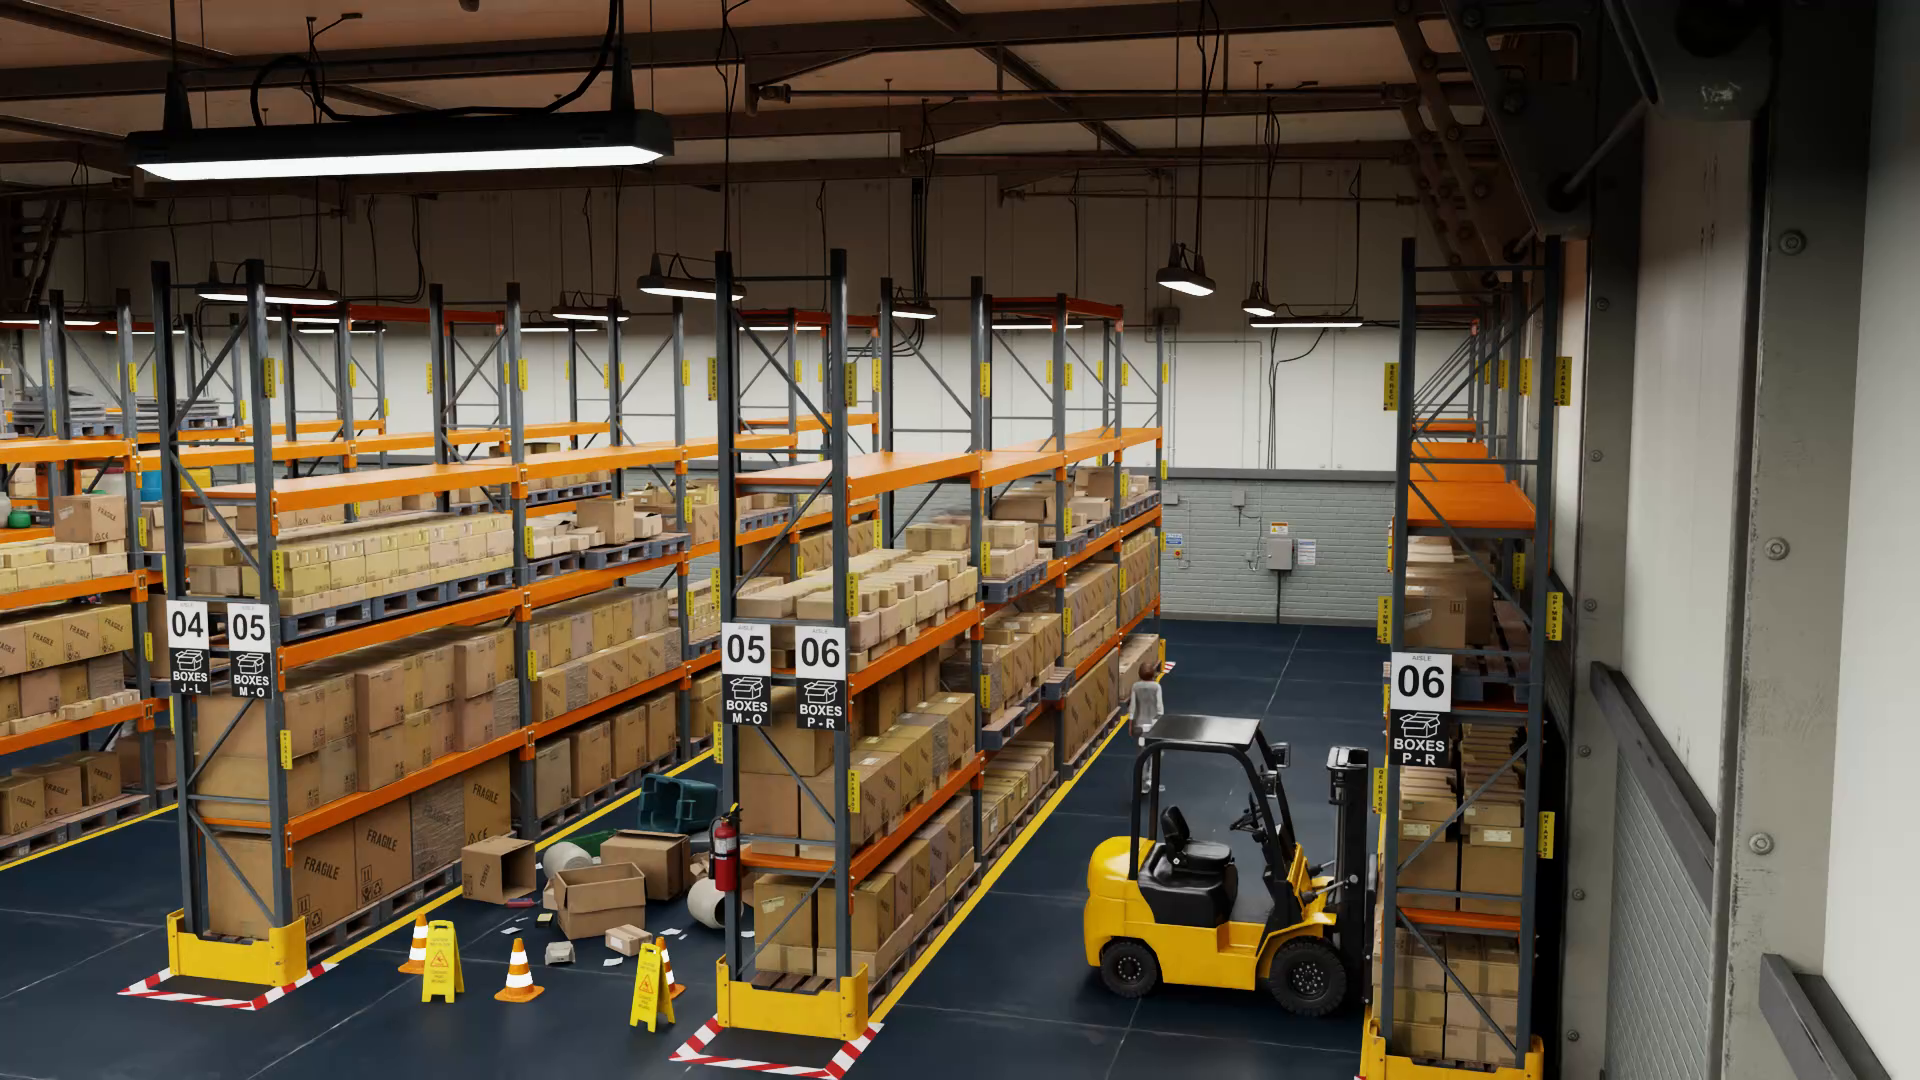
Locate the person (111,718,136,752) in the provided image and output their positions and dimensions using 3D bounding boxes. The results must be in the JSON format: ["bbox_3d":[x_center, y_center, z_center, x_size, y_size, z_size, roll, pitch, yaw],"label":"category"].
[{"bbox_3d":[-10.715,2.050,21.314,0.668,1.816,0.360,4,7,33],"label":"person"}]

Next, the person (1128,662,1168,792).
[{"bbox_3d":[2.272,2.259,20.065,0.493,1.606,0.362,-1,6,-9],"label":"person"}]
